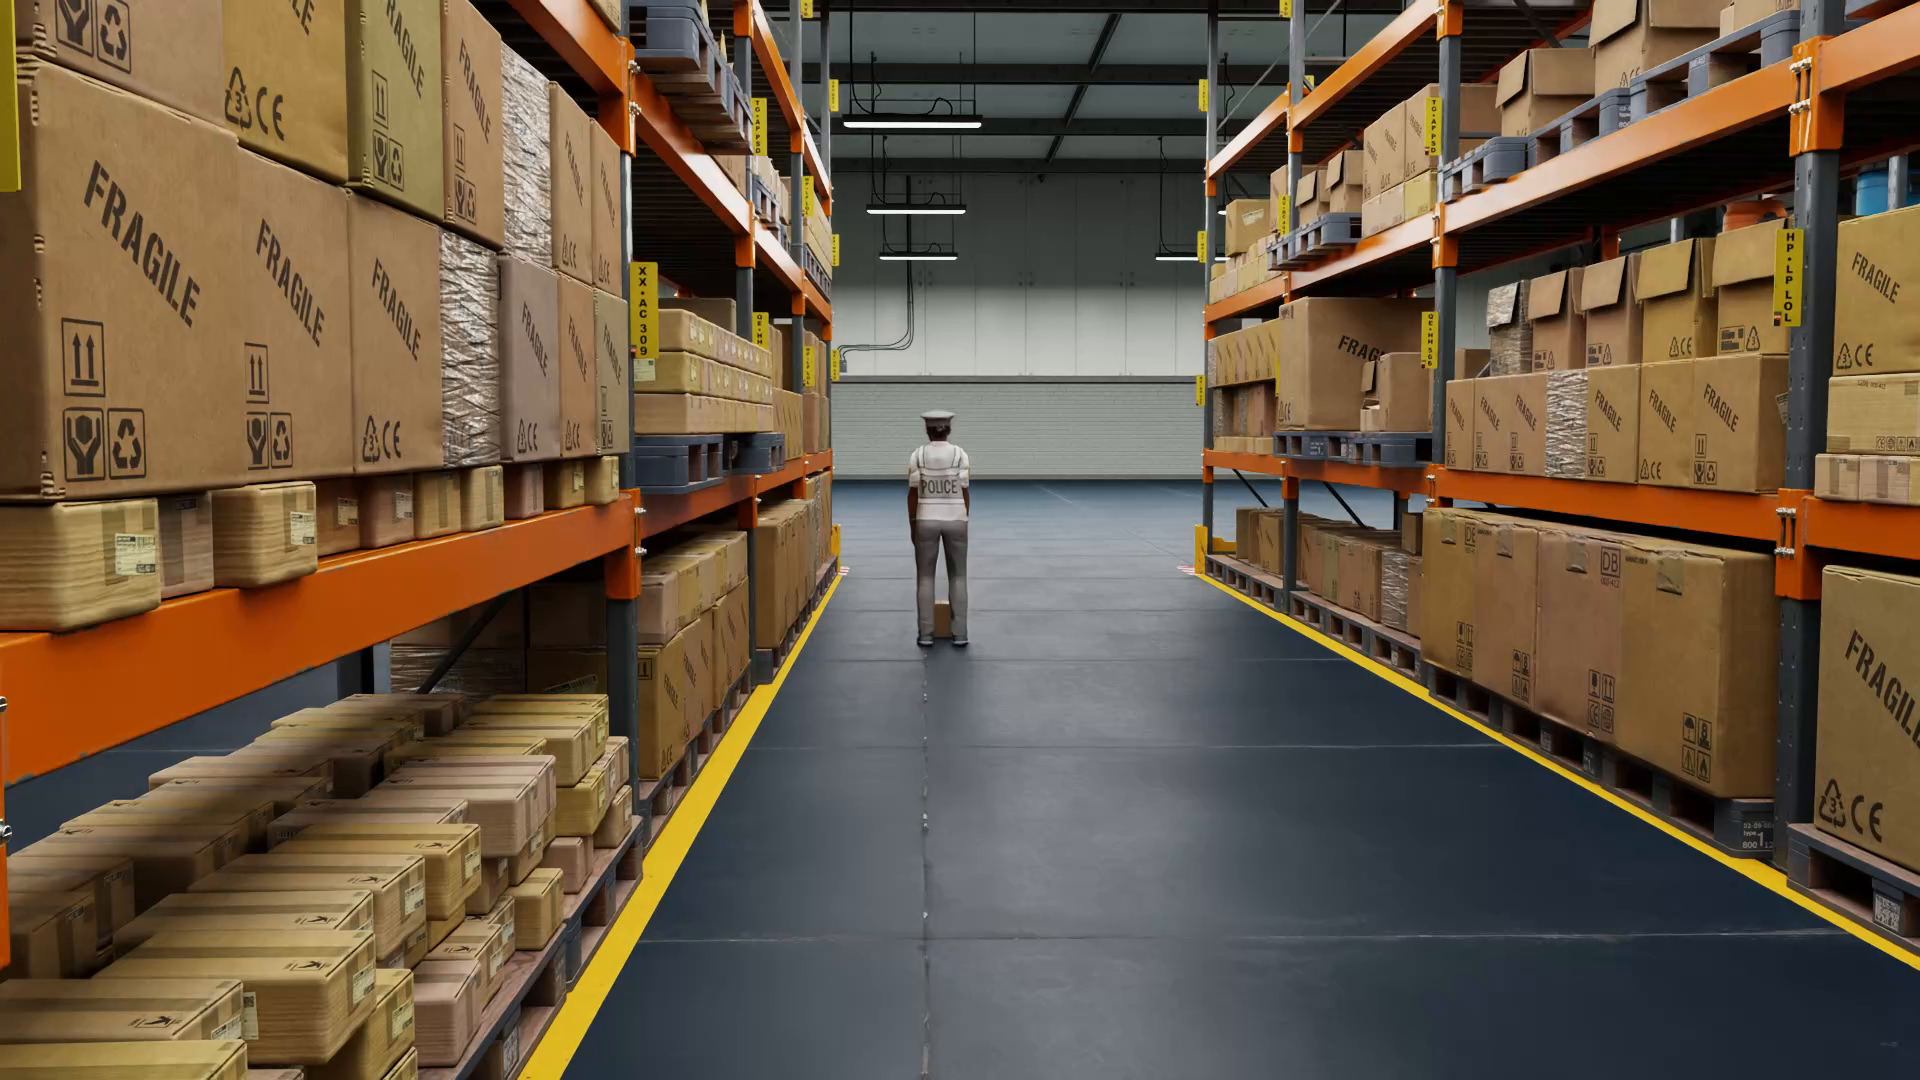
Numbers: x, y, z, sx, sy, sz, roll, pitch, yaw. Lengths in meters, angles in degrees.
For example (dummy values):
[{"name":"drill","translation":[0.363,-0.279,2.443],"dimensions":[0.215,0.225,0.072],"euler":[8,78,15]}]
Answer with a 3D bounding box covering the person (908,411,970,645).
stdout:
[{"name":"person","translation":[-0.151,-0.080,11.759],"dimensions":[0.439,1.659,0.341],"euler":[0,4,0]}]
